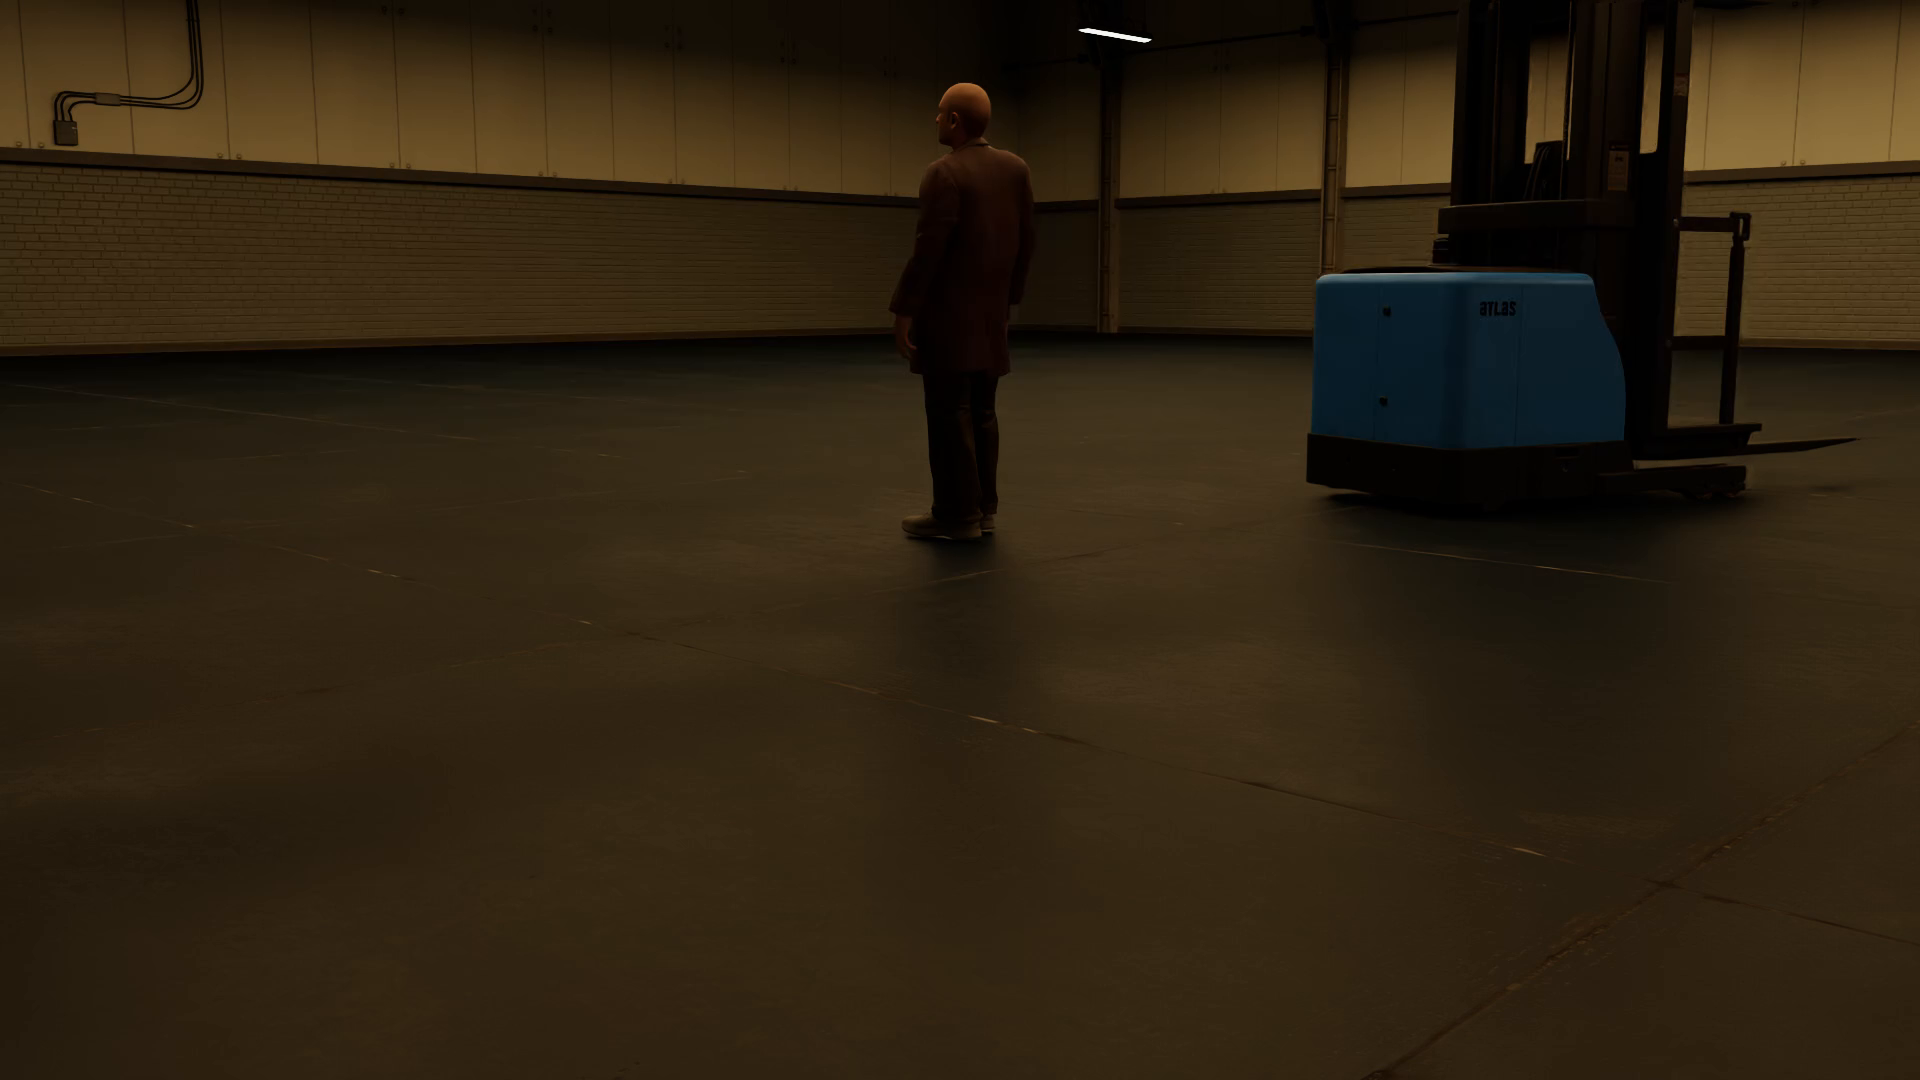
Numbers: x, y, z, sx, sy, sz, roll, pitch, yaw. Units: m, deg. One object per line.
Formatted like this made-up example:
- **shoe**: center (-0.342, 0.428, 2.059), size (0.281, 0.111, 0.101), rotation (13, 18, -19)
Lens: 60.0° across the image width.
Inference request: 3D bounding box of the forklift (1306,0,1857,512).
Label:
- **forklift**: center (3.236, -1.702, 8.178), size (3.031, 2.935, 1.130), rotation (-4, 10, -27)

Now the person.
- **person**: center (-0.062, -0.896, 6.649), size (0.582, 1.776, 0.696), rotation (8, 12, 43)
